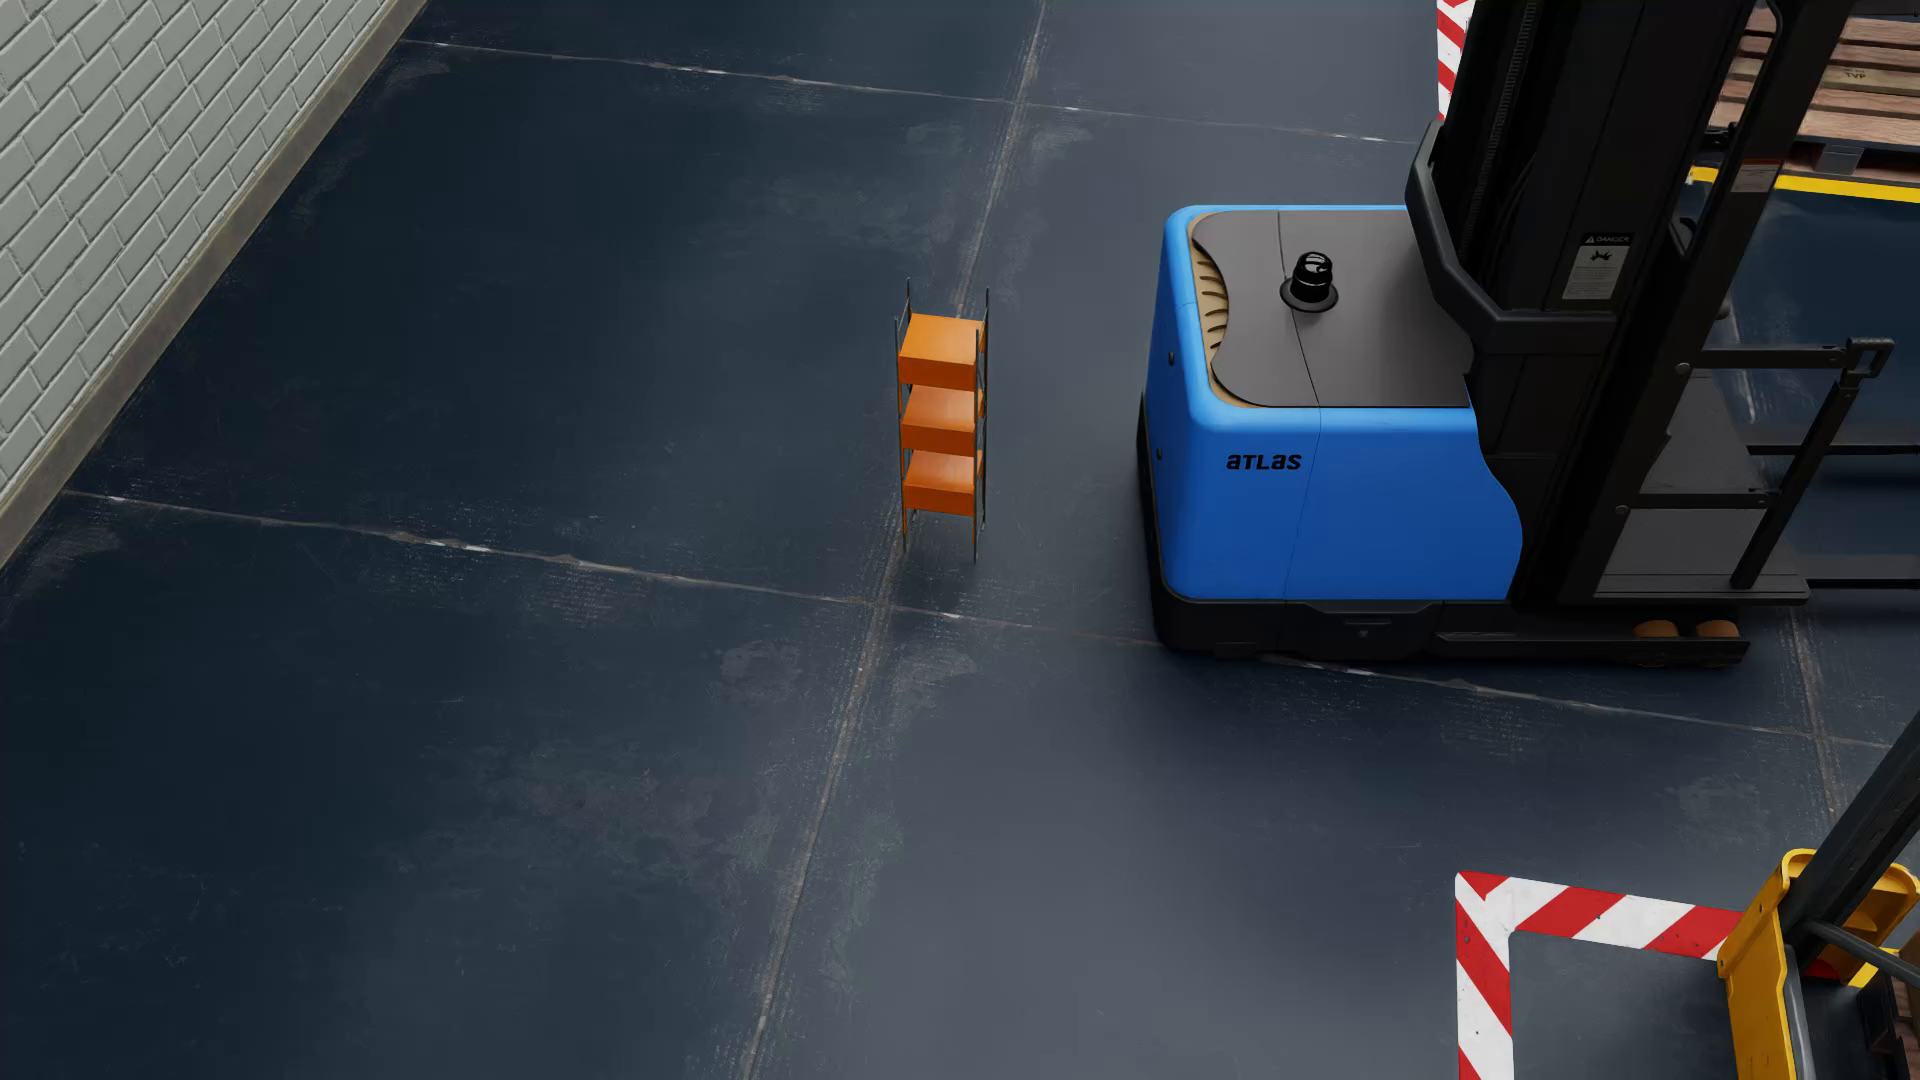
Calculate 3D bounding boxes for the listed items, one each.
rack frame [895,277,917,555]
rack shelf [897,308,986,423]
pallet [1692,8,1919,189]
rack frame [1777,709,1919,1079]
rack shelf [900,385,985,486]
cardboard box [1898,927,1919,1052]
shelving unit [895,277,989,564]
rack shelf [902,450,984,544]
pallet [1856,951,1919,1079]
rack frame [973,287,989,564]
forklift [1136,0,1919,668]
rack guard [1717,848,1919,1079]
[{"bbox_3d":[-0.173,-0.374,5.380,0.008,1.050,0.200,8,49,7],"label":"rack frame"},{"bbox_3d":[-0.053,-0.541,5.163,0.240,0.259,0.215,8,49,7],"label":"rack shelf"},{"bbox_3d":[3.825,-1.984,7.390,1.213,0.211,1.003,8,49,7],"label":"pallet"},{"bbox_3d":[2.136,0.572,3.219,0.127,3.000,1.000,8,49,7],"label":"rack frame"},{"bbox_3d":[-0.053,-0.351,5.374,0.240,0.259,0.215,8,49,7],"label":"rack shelf"},{"bbox_3d":[2.715,1.152,4.083,0.500,0.500,0.500,8,49,7],"label":"cardboard box"},{"bbox_3d":[-0.053,-0.358,5.366,0.252,1.050,0.215,8,49,7],"label":"shelving unit"},{"bbox_3d":[-0.053,-0.165,5.580,0.240,0.259,0.215,8,49,7],"label":"rack shelf"},{"bbox_3d":[2.996,1.619,4.154,1.213,0.211,1.003,8,49,7],"label":"pallet"},{"bbox_3d":[0.067,-0.342,5.351,0.008,1.050,0.200,8,49,7],"label":"rack frame"},{"bbox_3d":[2.147,-0.966,4.648,3.031,2.935,1.130,0,48,0],"label":"forklift"},{"bbox_3d":[2.211,1.418,4.140,0.348,0.500,1.175,8,49,7],"label":"rack guard"}]
